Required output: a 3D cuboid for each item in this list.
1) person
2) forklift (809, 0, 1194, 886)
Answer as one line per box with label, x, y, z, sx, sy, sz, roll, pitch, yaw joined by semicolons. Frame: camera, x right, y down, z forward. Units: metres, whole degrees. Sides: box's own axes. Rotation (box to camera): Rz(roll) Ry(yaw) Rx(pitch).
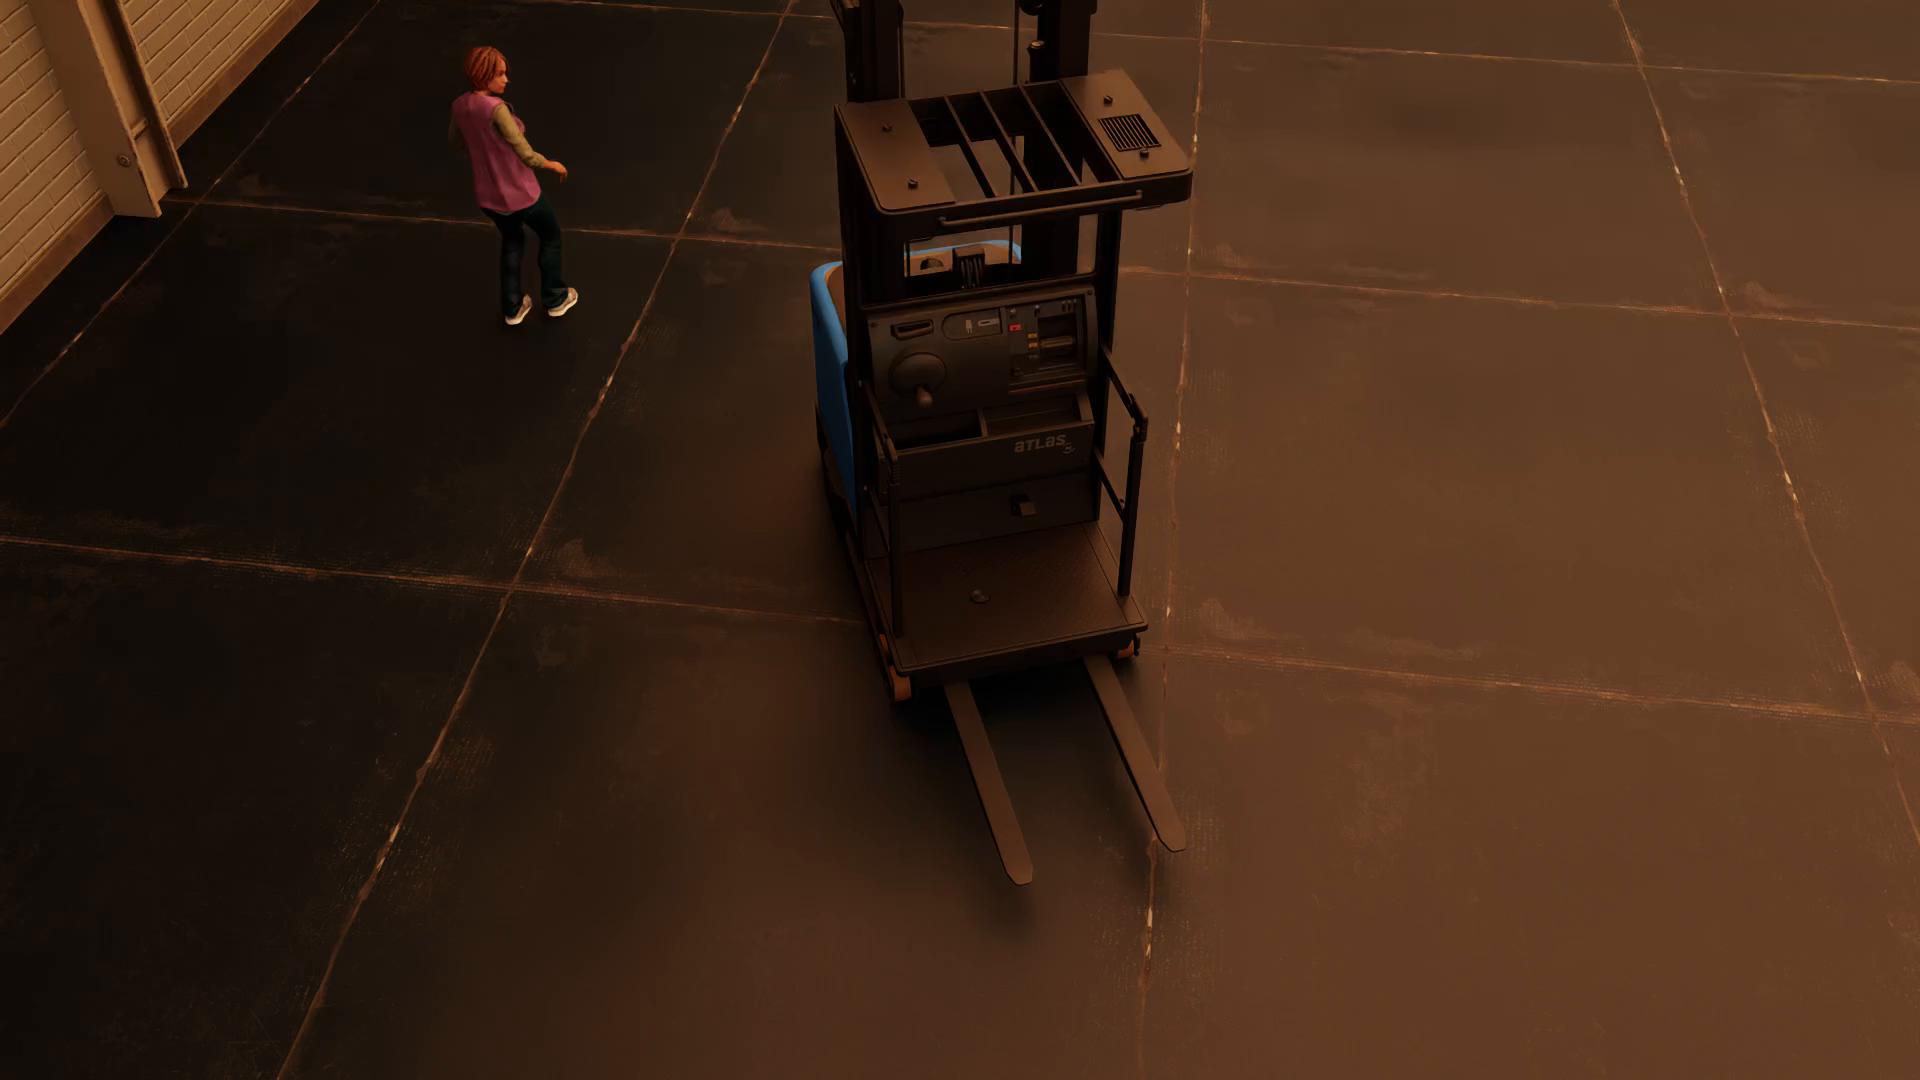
person;-2.364;-1.865;8.747;0.579;1.592;0.417;20;46;21
forklift;0.153;-0.681;6.465;1.130;2.935;3.031;-10;44;-11
